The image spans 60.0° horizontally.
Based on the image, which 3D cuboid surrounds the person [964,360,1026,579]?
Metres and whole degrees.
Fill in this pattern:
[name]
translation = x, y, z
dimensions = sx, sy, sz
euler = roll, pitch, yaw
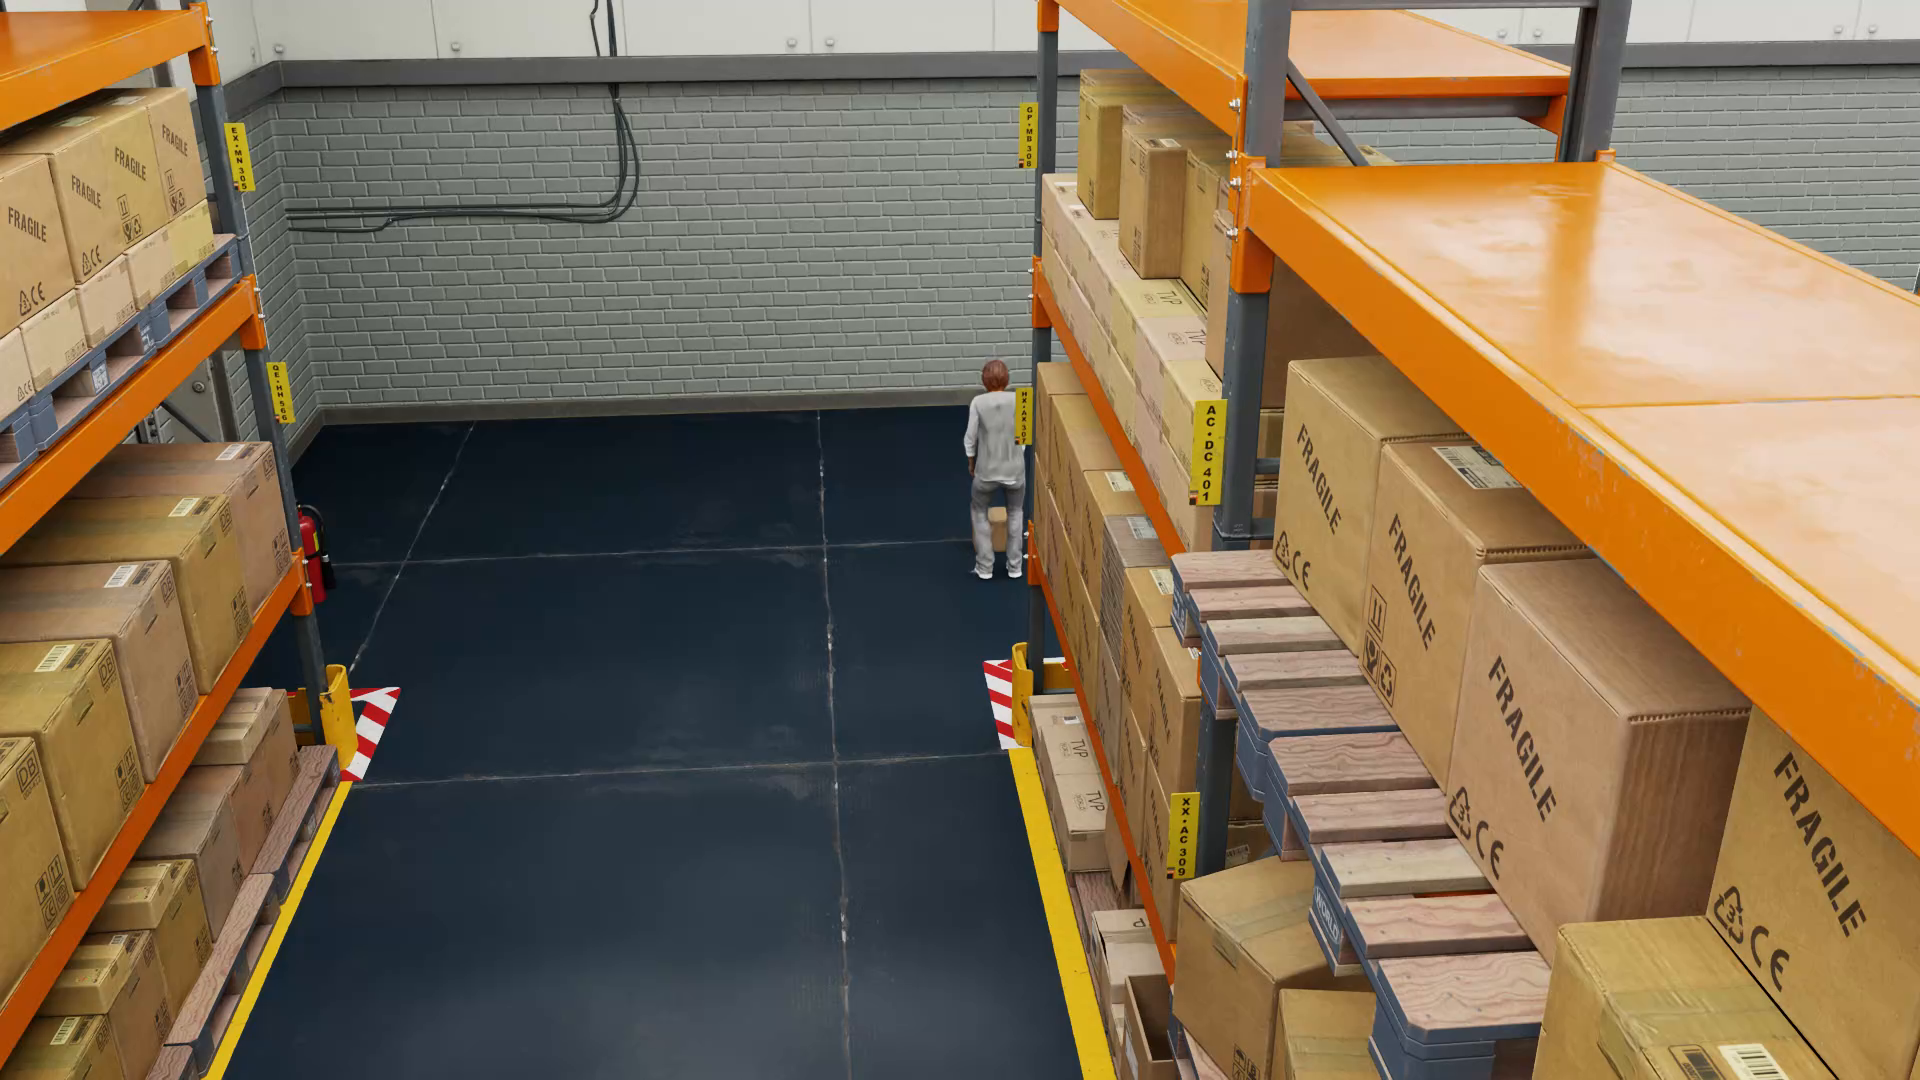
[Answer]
[person]
translation = 0.244, -0.460, 11.438
dimensions = 0.433, 1.523, 0.418
euler = -2, 24, -4
